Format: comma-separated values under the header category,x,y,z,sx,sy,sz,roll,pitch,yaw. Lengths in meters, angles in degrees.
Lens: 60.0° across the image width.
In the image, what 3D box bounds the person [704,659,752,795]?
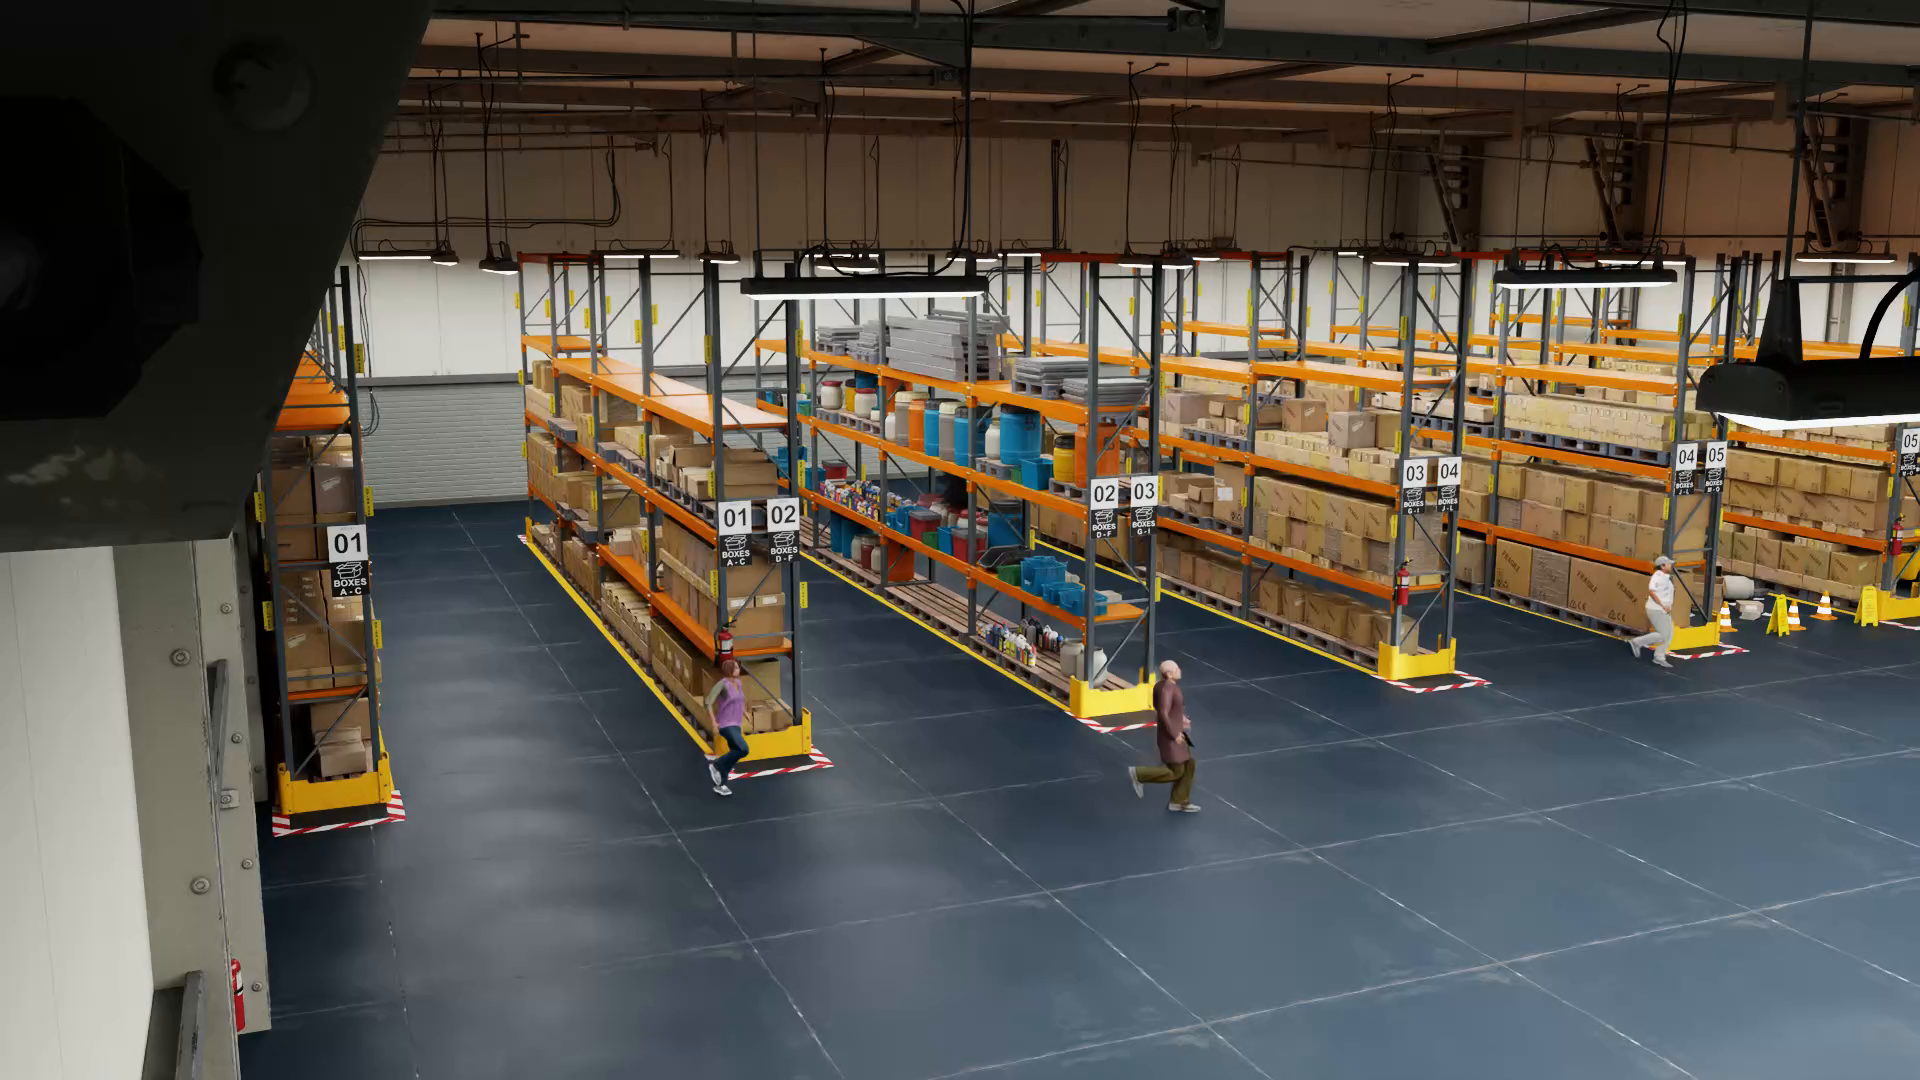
category,x,y,z,sx,sy,sz,roll,pitch,yaw
person,-2.606,2.137,19.118,0.485,1.527,0.547,4,11,22

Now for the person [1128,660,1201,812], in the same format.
category,x,y,z,sx,sy,sz,roll,pitch,yaw
person,2.278,2.178,18.414,0.817,1.739,0.717,1,10,6

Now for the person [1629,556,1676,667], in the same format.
category,x,y,z,sx,sy,sz,roll,pitch,yaw
person,10.413,1.055,24.904,0.629,1.656,0.644,5,12,26
